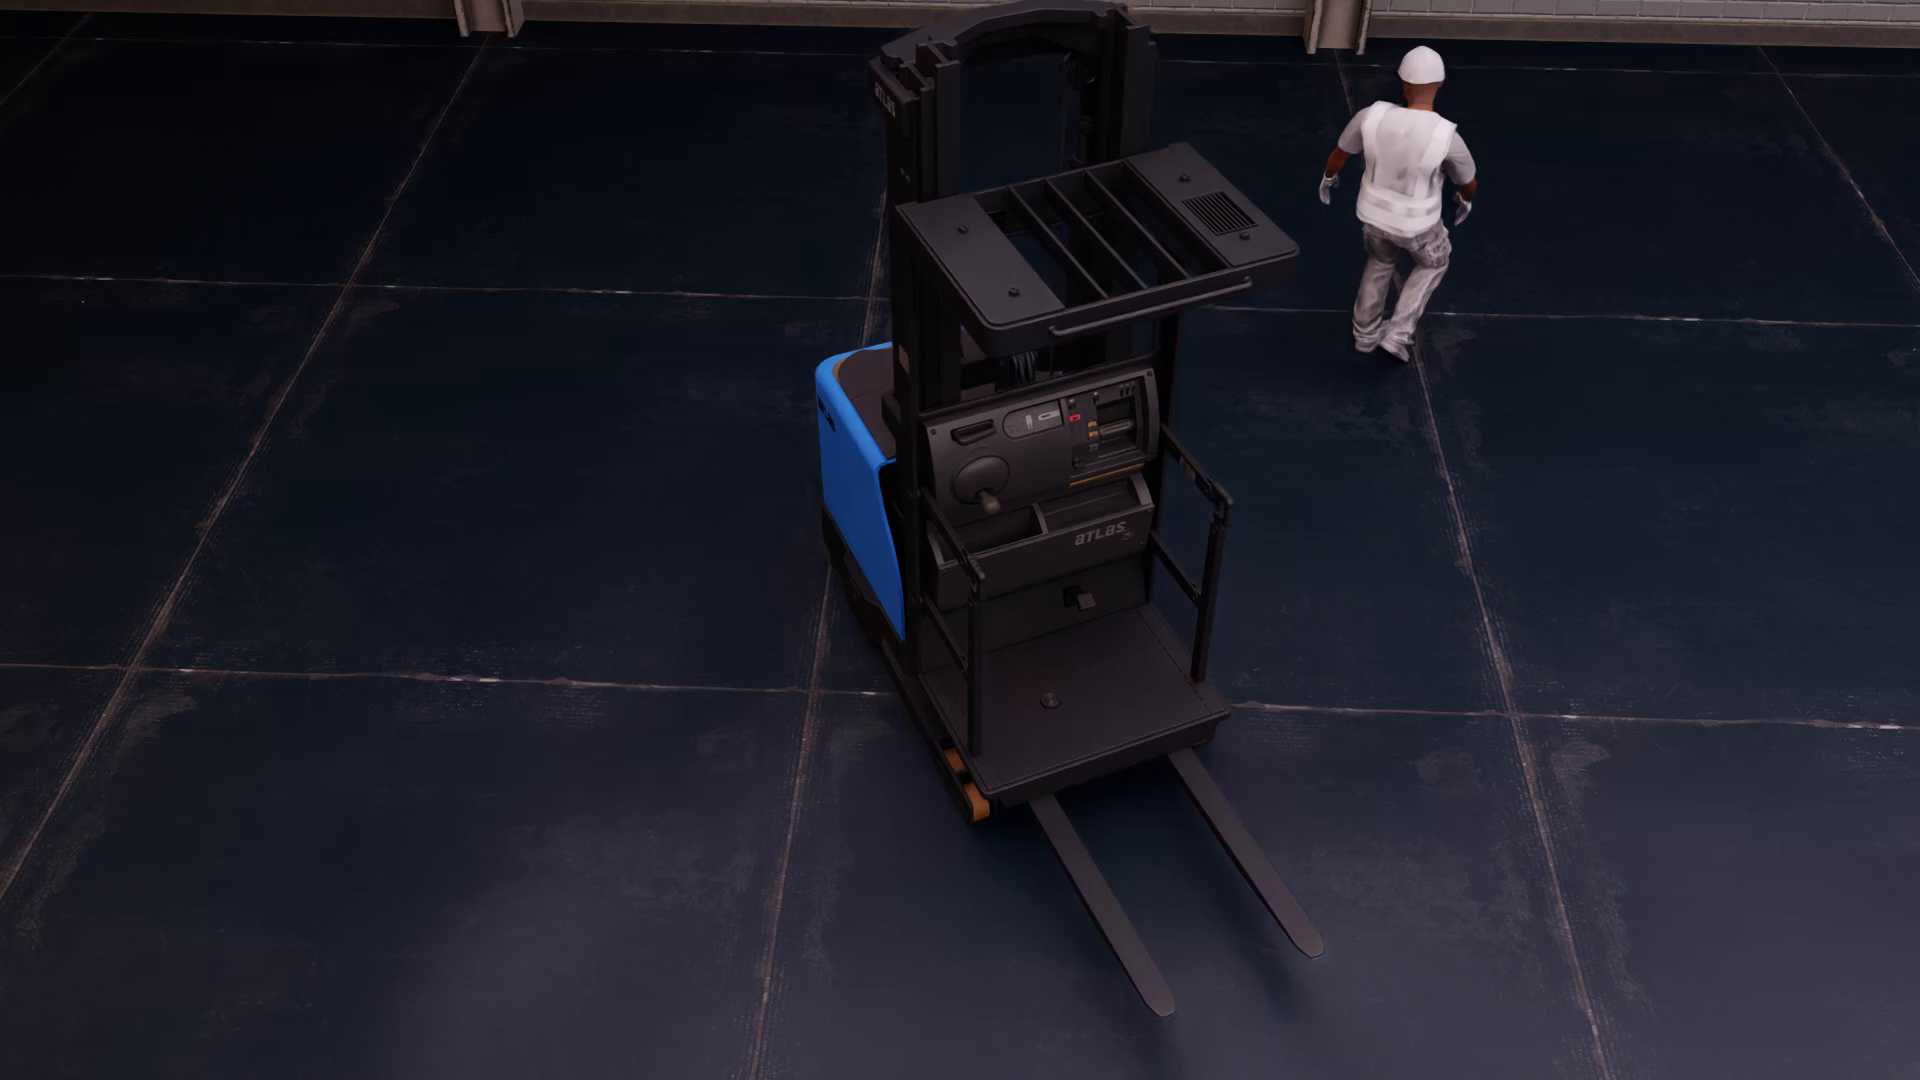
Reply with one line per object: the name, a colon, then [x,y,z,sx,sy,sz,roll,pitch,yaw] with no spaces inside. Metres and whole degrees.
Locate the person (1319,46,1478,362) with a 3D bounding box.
person: [2.223,-1.709,8.494,0.802,1.746,0.492,30,50,29]

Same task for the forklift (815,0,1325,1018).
forklift: [0.404,-0.286,6.055,1.130,2.935,3.031,-16,45,-17]
